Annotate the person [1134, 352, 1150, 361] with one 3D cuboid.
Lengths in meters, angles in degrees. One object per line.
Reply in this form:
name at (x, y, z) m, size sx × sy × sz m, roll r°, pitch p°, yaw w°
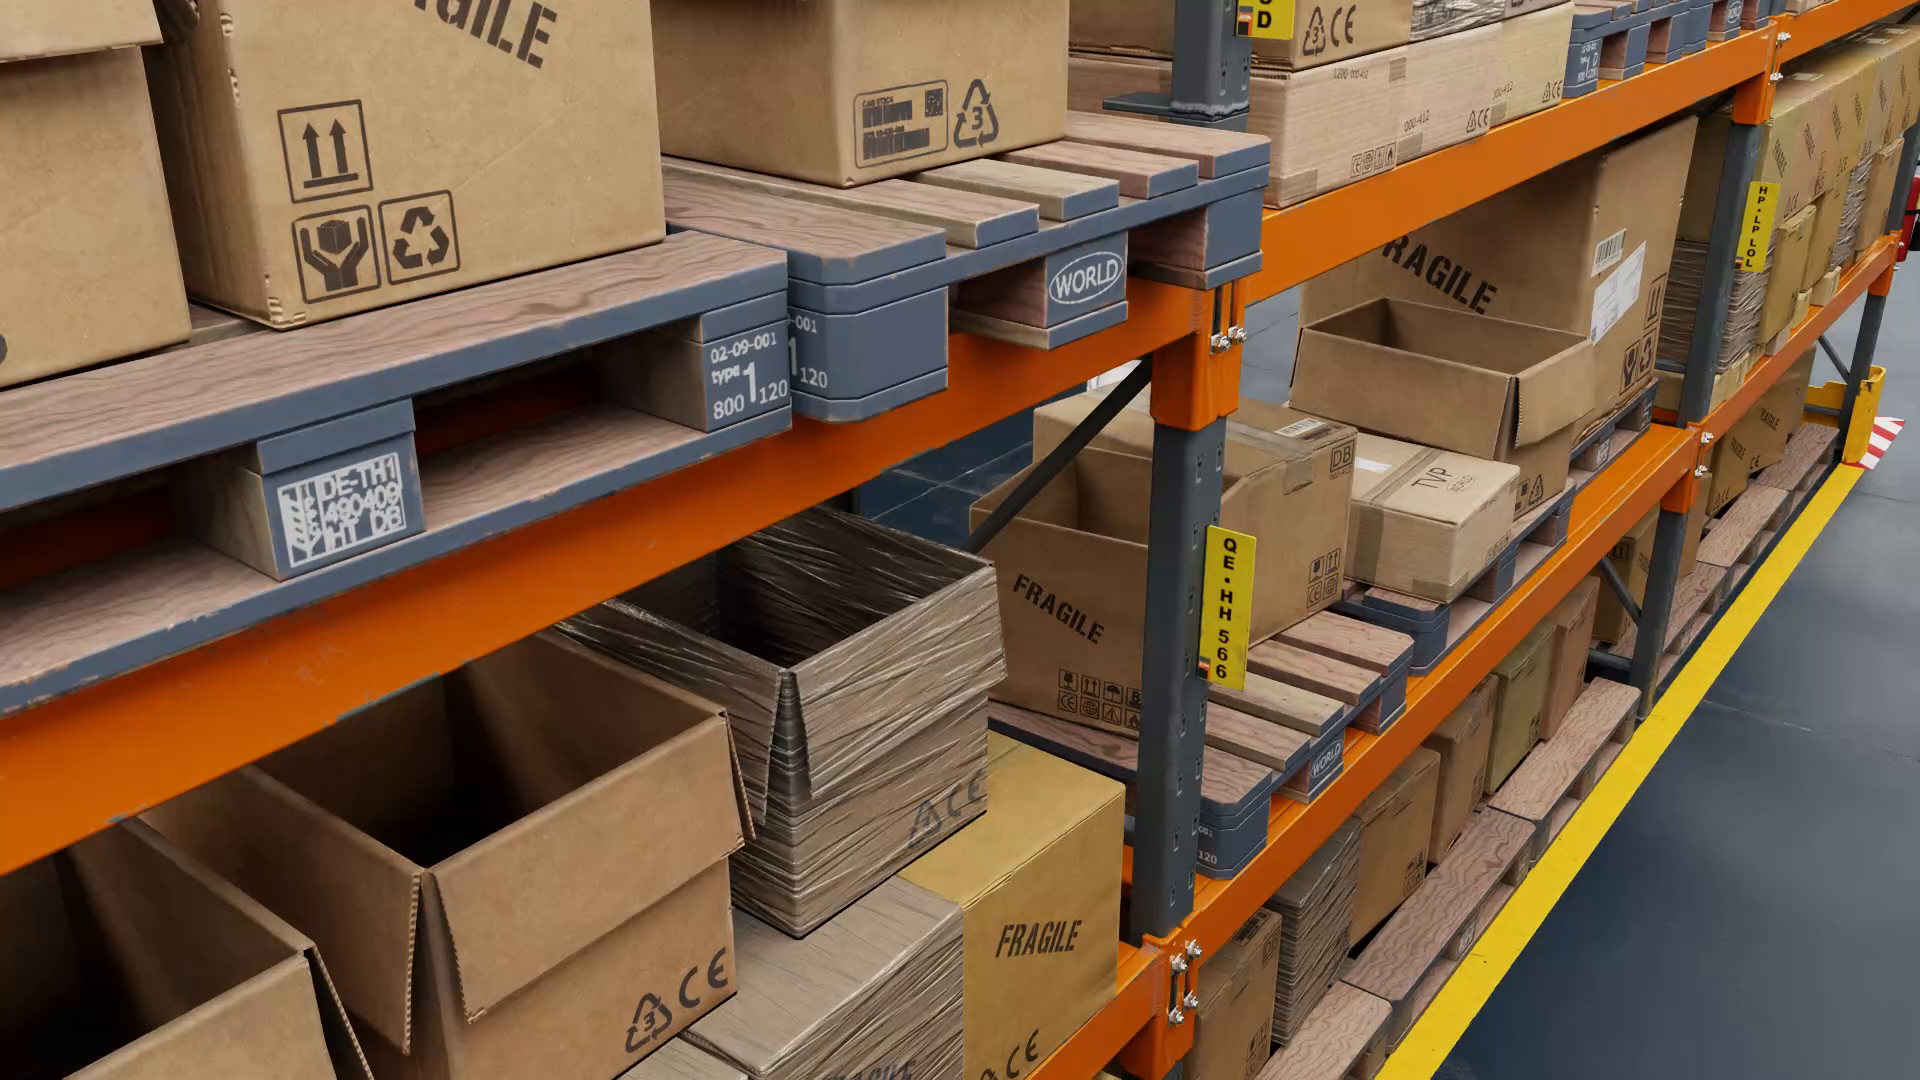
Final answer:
person at (0.751, -0.156, 6.960) m, size 0.529 × 1.656 × 0.323 m, roll 15°, pitch 28°, yaw 30°
